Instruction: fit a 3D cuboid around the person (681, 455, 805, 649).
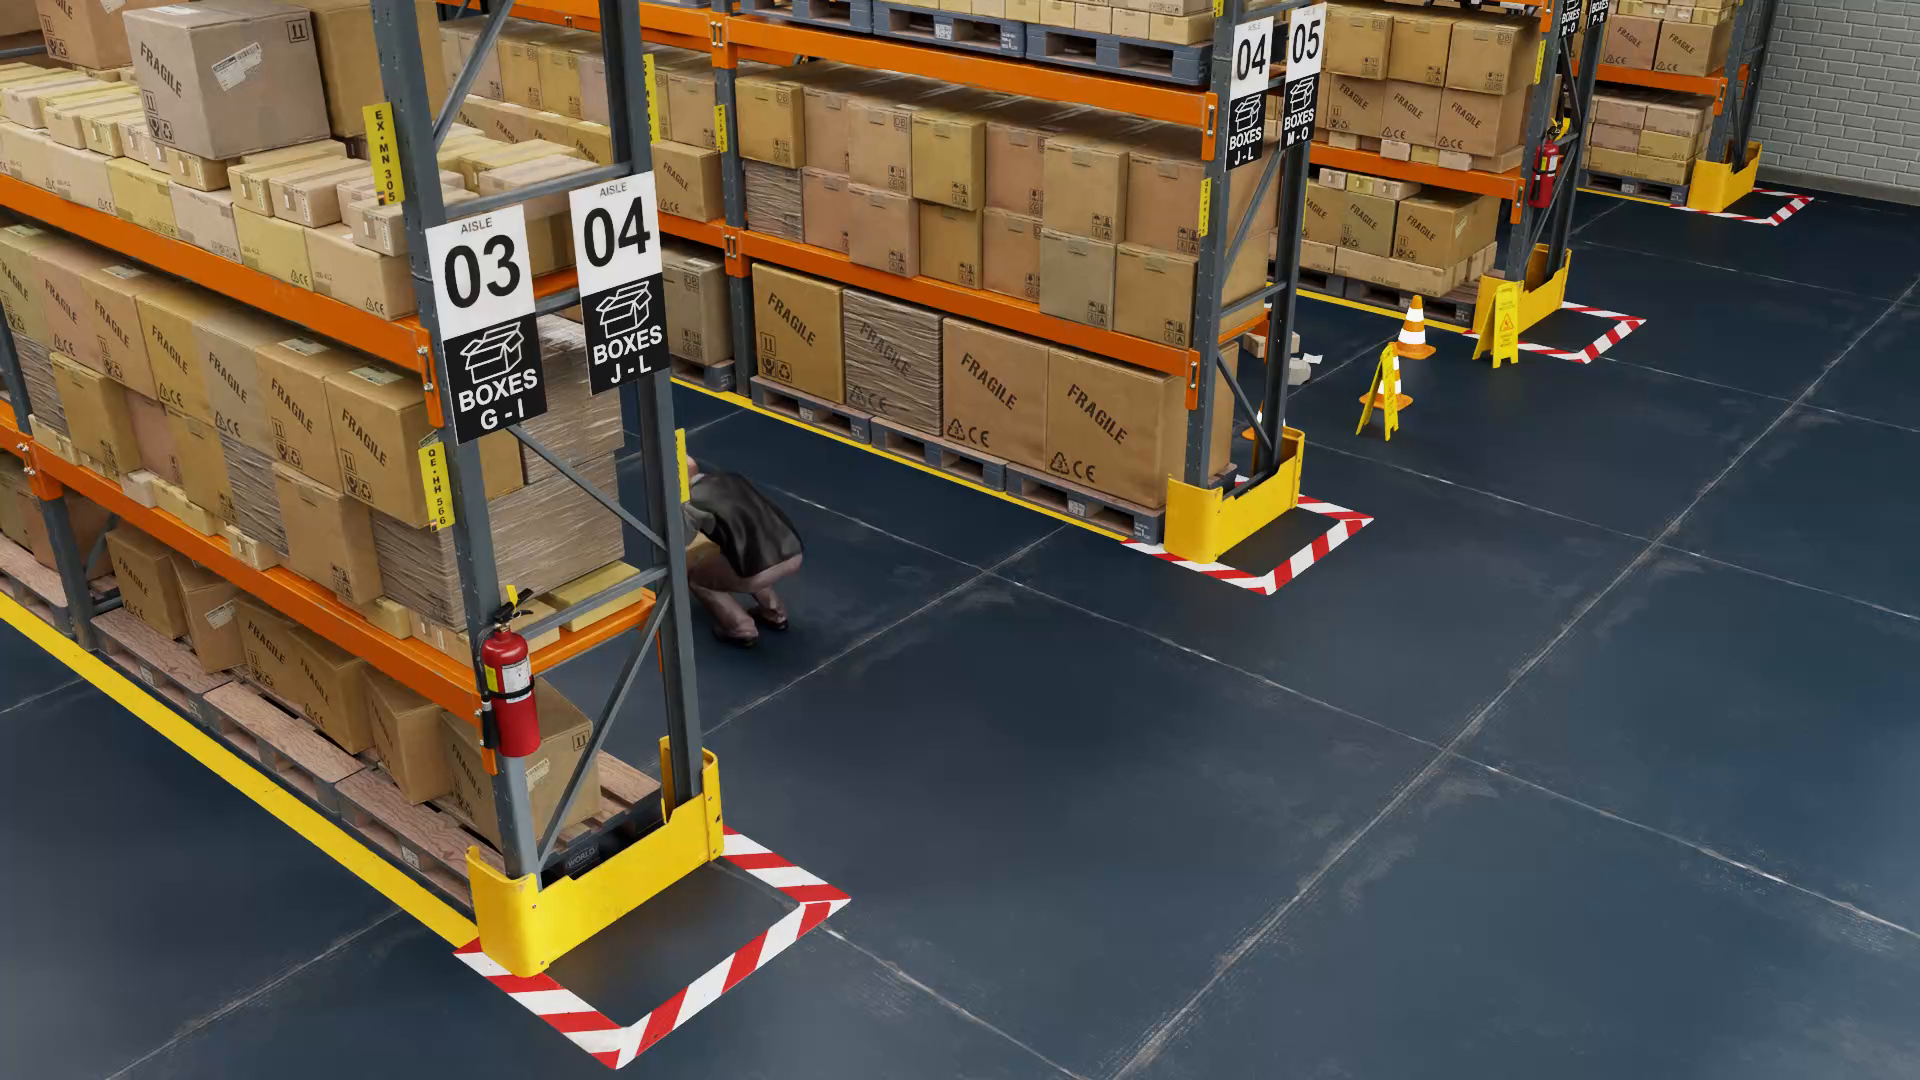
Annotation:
[{"bbox_3d":[-1.299,0.059,9.329,0.863,0.998,0.548,21,34,34],"label":"person"}]
